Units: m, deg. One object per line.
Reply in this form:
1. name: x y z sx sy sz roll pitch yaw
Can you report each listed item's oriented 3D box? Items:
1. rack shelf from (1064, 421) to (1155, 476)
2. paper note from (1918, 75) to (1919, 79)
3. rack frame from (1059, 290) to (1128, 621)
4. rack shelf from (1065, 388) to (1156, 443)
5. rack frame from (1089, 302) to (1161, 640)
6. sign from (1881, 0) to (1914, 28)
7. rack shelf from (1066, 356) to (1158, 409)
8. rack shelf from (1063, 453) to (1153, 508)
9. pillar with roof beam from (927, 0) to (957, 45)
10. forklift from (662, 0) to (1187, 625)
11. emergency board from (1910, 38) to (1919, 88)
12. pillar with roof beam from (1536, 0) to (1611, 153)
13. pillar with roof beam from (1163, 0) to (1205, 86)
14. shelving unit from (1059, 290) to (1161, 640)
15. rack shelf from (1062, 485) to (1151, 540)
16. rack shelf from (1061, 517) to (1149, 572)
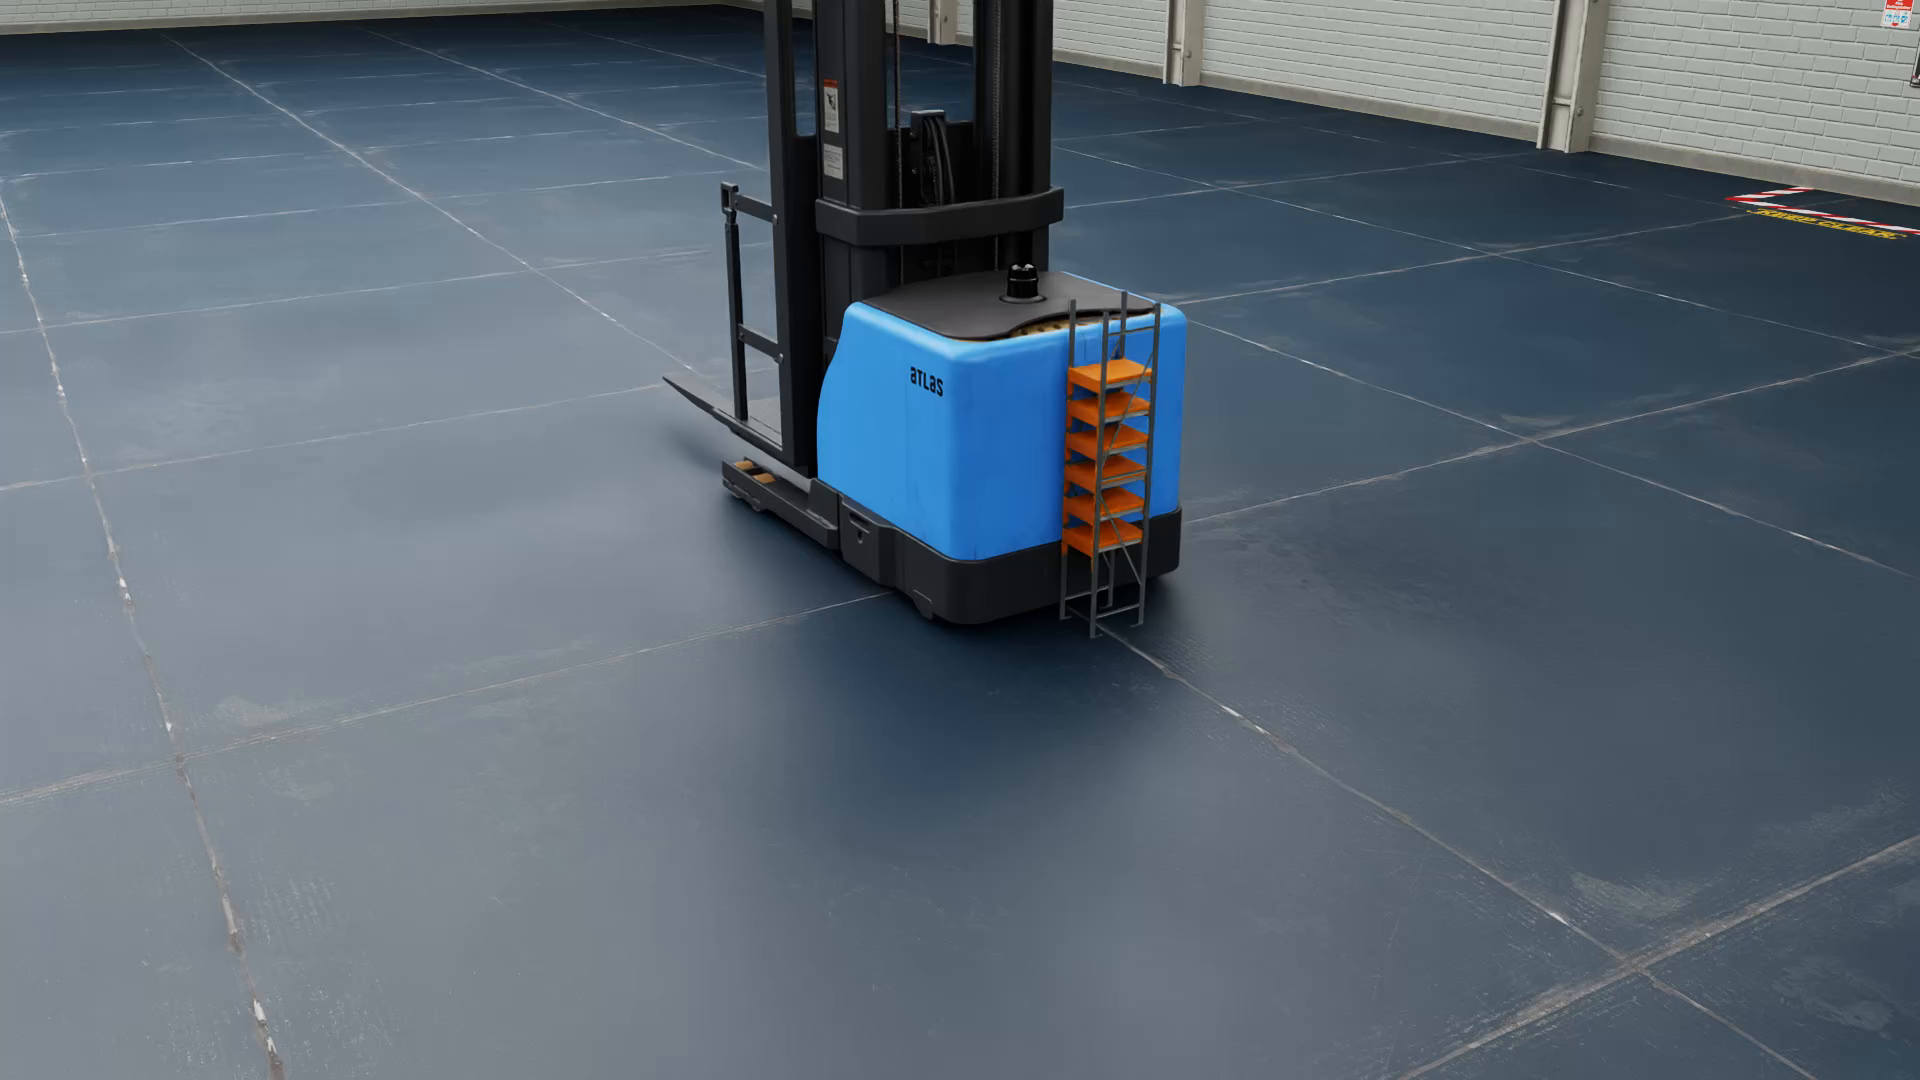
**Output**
1. rack shelf: 0.521 -0.322 5.806 0.258 0.103 0.180 -14 27 -30
2. paper note: 7.663 -3.716 13.140 0.016 0.148 0.142 -13 25 -28
3. rack frame: 0.470 -0.283 5.906 0.240 1.200 0.006 -14 27 -30
4. rack shelf: 0.522 -0.433 5.759 0.258 0.103 0.180 -14 27 -30
5. rack frame: 0.569 -0.222 5.765 0.240 1.200 0.006 -14 27 -30
6. sign: 7.500 -4.269 13.283 0.001 0.329 0.234 -13 25 -28
7. rack shelf: 0.523 -0.543 5.713 0.258 0.103 0.180 -14 27 -30
8. rack shelf: 0.520 -0.212 5.853 0.258 0.103 0.180 -14 27 -30
9. pillar with roof beam: -3.972 -11.024 21.983 9.100 9.000 0.400 -13 25 -28
10. forklift: -0.377 -1.562 6.761 1.130 2.935 3.031 -14 26 -30
11. emergency board: 7.705 -4.060 12.816 0.157 1.169 0.626 -13 25 -28
12. pillar with roof beam: 2.157 -7.139 12.426 9.100 9.000 0.400 -13 25 -28
13. pillar with roof beam: -0.907 -9.082 17.204 9.100 9.000 0.400 -13 25 -28
14. shelving unit: 0.520 -0.253 5.835 0.258 1.200 0.189 -14 27 -30
15. rack shelf: 0.519 -0.101 5.899 0.258 0.103 0.180 -14 27 -30
16. rack shelf: 0.518 0.010 5.946 0.258 0.103 0.180 -14 27 -30
